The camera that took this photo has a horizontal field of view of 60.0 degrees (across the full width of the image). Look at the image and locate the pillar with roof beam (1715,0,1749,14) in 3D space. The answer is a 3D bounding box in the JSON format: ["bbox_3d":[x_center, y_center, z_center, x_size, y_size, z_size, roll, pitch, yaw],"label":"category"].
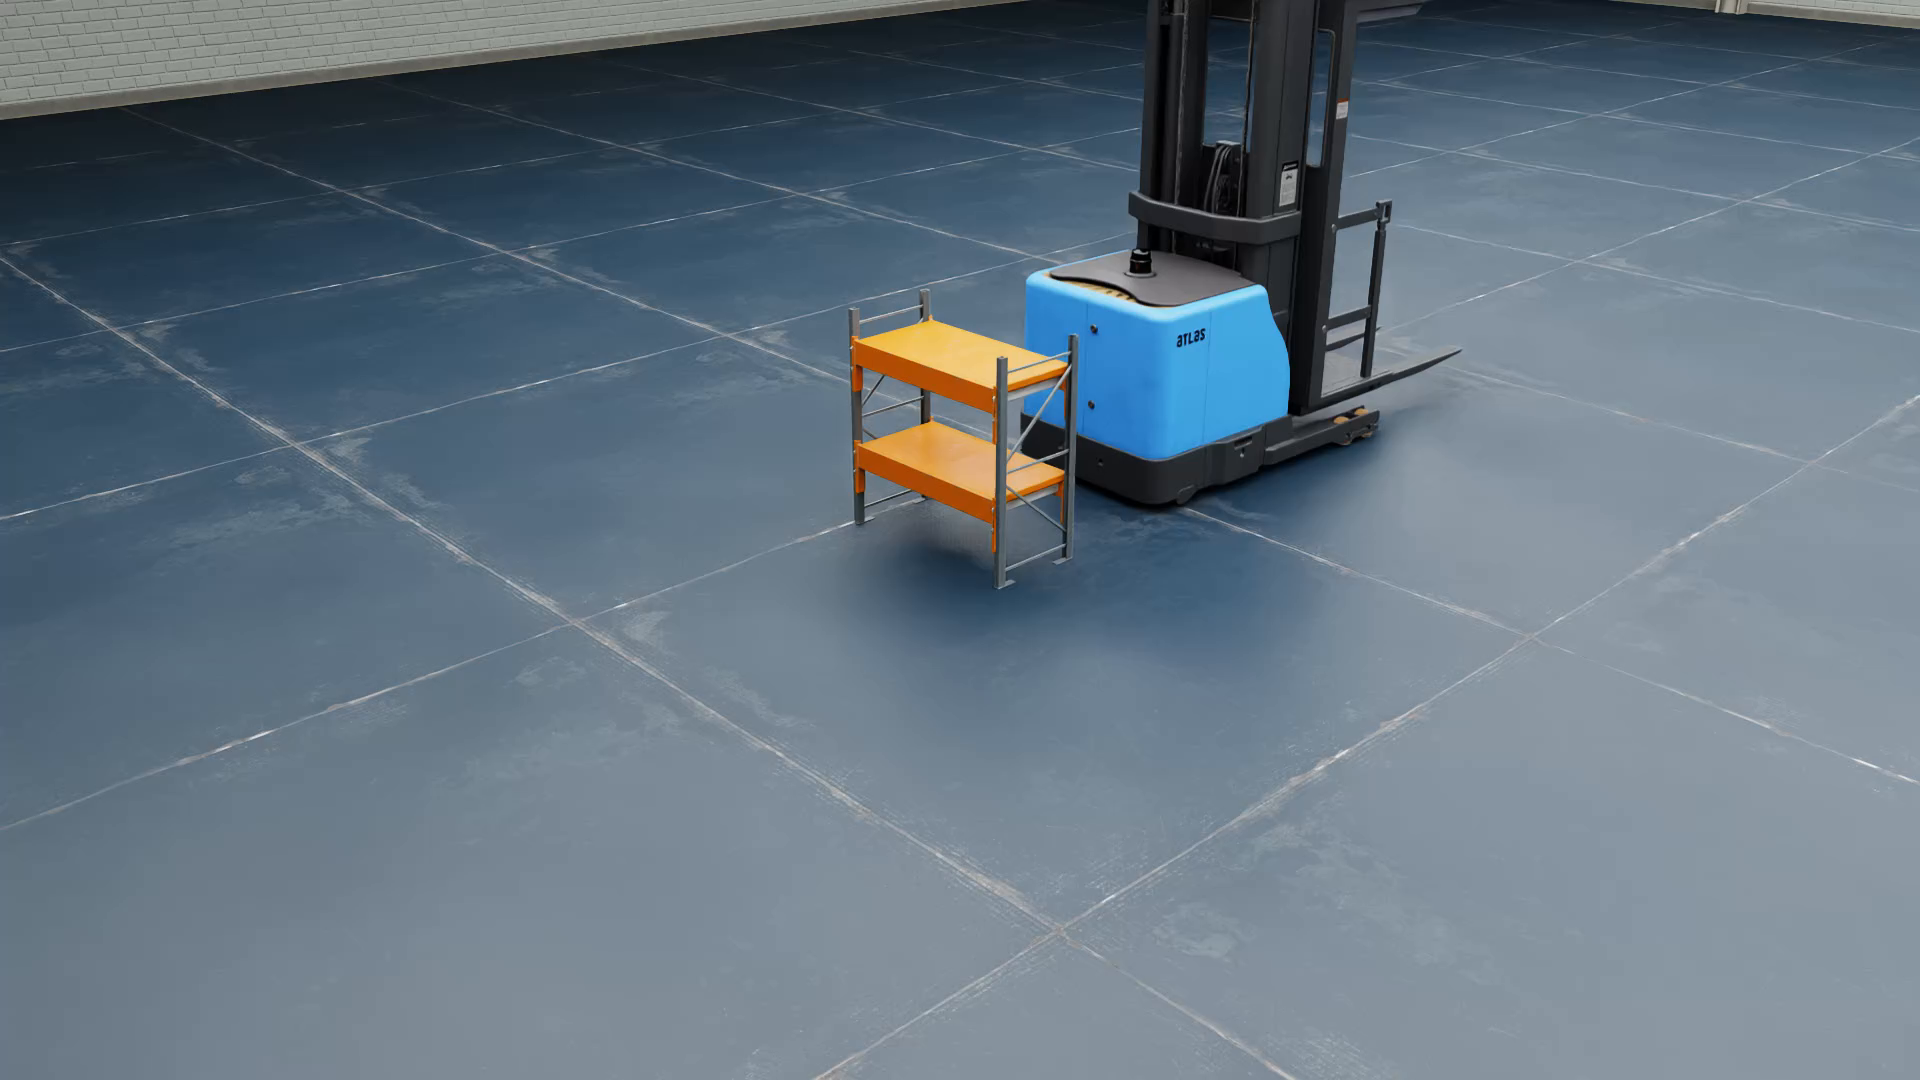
[{"bbox_3d":[9.410,-11.464,22.538,9.100,9.000,0.400,-21,32,-38],"label":"pillar with roof beam"}]

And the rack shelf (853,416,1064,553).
[{"bbox_3d":[0.005,-0.287,8.114,0.538,0.278,1.000,-21,32,-38],"label":"rack shelf"}]

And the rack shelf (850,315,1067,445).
[{"bbox_3d":[0.005,-0.776,7.891,0.538,0.278,1.000,-21,32,-38],"label":"rack shelf"}]

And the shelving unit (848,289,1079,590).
[{"bbox_3d":[0.005,-0.510,8.012,0.538,1.125,1.048,-21,32,-38],"label":"shelving unit"}]

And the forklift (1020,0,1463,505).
[{"bbox_3d":[1.769,-2.010,9.125,3.031,2.935,1.130,-20,31,-37],"label":"forklift"}]

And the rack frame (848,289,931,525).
[{"bbox_3d":[-0.343,-0.664,8.350,0.500,1.125,0.032,-21,32,-38],"label":"rack frame"}]

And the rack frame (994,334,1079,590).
[{"bbox_3d":[0.352,-0.356,7.674,0.500,1.125,0.032,-21,32,-38],"label":"rack frame"}]
